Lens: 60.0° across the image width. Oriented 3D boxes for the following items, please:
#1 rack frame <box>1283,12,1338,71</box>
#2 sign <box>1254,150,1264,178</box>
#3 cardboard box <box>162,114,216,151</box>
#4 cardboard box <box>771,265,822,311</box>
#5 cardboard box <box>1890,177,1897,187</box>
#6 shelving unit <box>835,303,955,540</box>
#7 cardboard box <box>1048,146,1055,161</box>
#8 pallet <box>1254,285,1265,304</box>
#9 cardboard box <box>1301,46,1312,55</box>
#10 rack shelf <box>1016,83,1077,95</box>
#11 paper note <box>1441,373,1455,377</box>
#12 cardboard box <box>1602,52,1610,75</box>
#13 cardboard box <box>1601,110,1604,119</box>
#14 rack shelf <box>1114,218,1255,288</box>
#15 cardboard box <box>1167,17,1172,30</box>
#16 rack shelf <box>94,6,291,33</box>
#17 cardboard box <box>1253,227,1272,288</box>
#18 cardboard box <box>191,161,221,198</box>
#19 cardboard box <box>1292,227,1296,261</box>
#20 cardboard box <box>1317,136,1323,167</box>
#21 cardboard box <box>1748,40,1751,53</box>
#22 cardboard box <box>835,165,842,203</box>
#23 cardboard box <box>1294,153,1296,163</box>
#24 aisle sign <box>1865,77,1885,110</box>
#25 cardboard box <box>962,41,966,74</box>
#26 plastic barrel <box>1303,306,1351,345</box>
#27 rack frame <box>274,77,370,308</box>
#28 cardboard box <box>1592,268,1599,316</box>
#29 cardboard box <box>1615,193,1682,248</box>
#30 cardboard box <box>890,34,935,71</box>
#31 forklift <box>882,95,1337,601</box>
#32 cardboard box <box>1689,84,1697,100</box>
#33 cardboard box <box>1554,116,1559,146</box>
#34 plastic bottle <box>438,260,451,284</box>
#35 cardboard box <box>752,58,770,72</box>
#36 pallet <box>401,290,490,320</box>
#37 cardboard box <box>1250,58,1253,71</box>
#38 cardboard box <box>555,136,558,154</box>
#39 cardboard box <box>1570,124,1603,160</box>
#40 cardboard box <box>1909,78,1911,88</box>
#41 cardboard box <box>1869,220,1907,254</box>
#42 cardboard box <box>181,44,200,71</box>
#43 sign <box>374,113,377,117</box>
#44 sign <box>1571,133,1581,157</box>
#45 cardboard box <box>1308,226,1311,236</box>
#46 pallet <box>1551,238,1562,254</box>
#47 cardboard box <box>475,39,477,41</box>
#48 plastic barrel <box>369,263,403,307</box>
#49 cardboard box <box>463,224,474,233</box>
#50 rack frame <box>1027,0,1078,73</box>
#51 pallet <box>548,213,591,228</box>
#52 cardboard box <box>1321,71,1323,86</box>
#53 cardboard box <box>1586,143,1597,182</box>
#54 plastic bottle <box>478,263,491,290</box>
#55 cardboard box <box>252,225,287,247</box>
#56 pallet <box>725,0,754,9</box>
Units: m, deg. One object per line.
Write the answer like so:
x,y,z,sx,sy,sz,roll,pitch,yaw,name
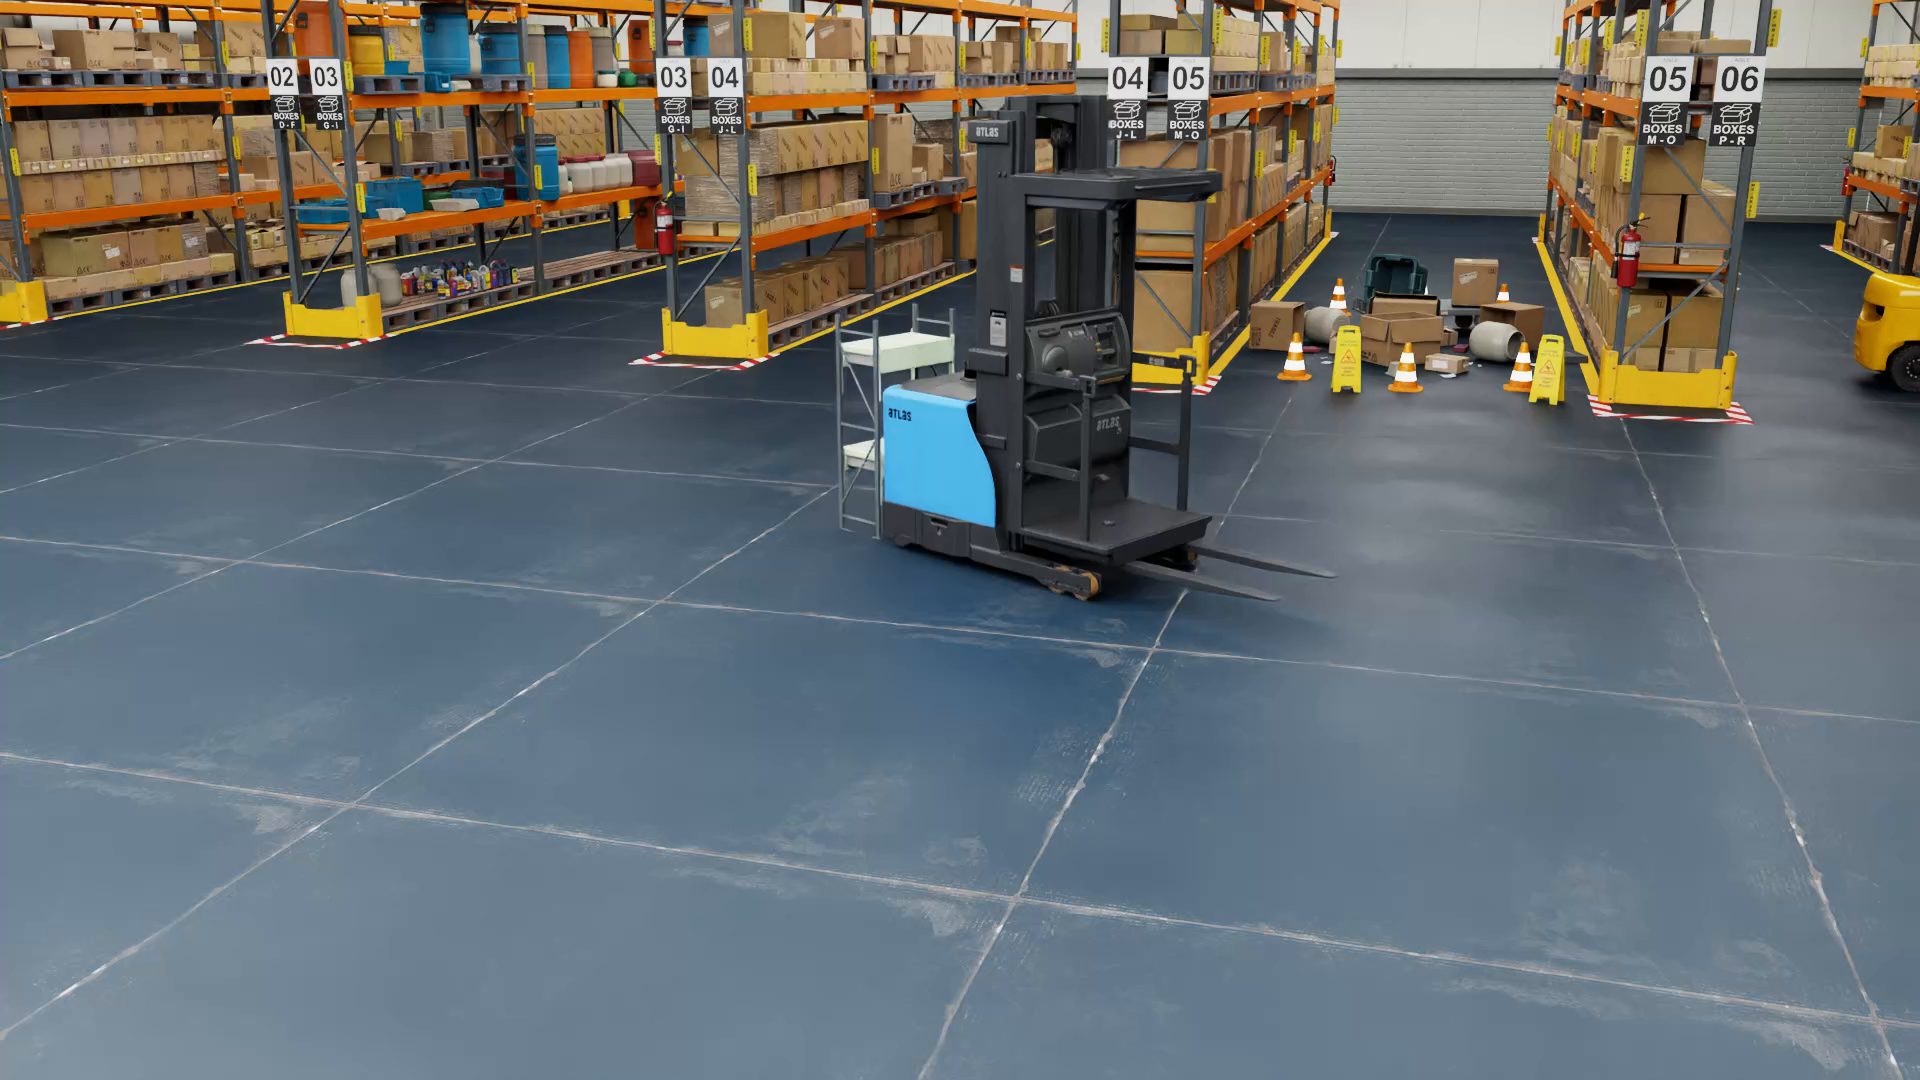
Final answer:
6.509,-10.175,30.711,1.000,3.000,0.127,5,16,16,rack frame
3.632,-4.561,20.182,0.100,0.325,0.005,5,16,16,sign
-11.245,-5.885,24.020,0.700,0.500,0.500,5,17,16,cardboard box
-2.036,-3.139,20.711,0.500,0.500,0.500,3,16,11,cardboard box
14.860,-5.623,26.116,0.380,0.149,0.250,5,17,17,cardboard box
-0.436,-0.833,11.519,0.431,1.500,0.755,14,21,41,shelving unit
1.466,-7.221,31.020,0.500,0.250,0.500,5,16,16,cardboard box
3.591,-3.336,22.703,1.003,0.211,1.213,5,16,16,pallet
5.687,-8.103,27.531,0.380,0.149,0.250,4,16,15,cardboard box
1.214,-8.274,30.823,1.077,0.370,4.000,5,16,16,rack shelf
5.097,-1.719,17.332,0.148,0.019,0.142,-1,16,-3,paper note
8.732,-6.082,21.596,0.700,0.500,0.500,5,16,16,cardboard box
10.543,-6.857,26.802,0.380,0.149,0.250,5,17,17,cardboard box
2.531,-3.280,18.714,1.077,0.370,4.000,5,16,16,rack shelf
2.022,-5.438,17.556,0.380,0.149,0.250,5,17,16,cardboard box
-14.170,-9.630,30.841,1.077,0.370,4.000,5,16,16,rack shelf
3.731,-3.934,23.056,1.050,0.750,0.750,5,17,17,cardboard box
-11.245,-5.261,24.197,0.700,0.500,0.500,4,16,14,cardboard box
4.962,-4.627,25.956,0.500,0.500,0.500,4,16,14,cardboard box
6.066,-6.802,29.087,0.500,0.500,0.500,4,16,15,cardboard box
7.363,-4.716,15.961,0.380,0.149,0.250,5,16,16,cardboard box
-1.991,-4.510,21.006,0.875,0.500,0.500,5,16,16,cardboard box
5.078,-6.002,26.138,0.380,0.149,0.250,5,17,16,cardboard box
15.782,-7.839,28.704,0.394,0.787,0.004,5,16,16,aisle sign
-0.226,-7.698,26.522,0.500,0.500,0.500,6,17,19,cardboard box
4.247,-2.494,19.347,0.421,0.421,0.512,-10,19,-32,plastic barrel
-7.513,-3.898,19.575,1.000,3.000,0.127,5,16,16,rack frame
7.306,-2.757,18.449,0.500,0.500,0.500,5,17,18,cardboard box
6.627,-3.100,16.033,0.500,0.500,0.500,4,16,15,cardboard box
-0.677,-6.931,23.672,0.500,0.500,0.500,5,17,17,cardboard box
0.894,-1.206,10.210,3.031,2.935,1.130,14,21,41,forklift
7.286,-4.338,16.090,0.380,0.149,0.250,5,16,16,cardboard box
10.595,-7.086,28.799,0.500,0.500,0.500,4,16,15,cardboard box
-7.057,-3.653,22.760,0.144,0.351,0.185,4,16,14,plastic bottle
-2.298,-5.191,18.181,0.380,0.149,0.250,5,17,17,cardboard box
-6.952,-3.110,21.908,1.003,0.211,1.213,5,16,16,pallet
3.159,-5.468,19.120,0.380,0.149,0.250,5,17,17,cardboard box
-8.302,-7.717,32.856,0.500,0.500,0.500,5,17,17,cardboard box
9.192,-5.787,24.220,0.500,0.500,0.500,5,16,16,cardboard box
14.799,-7.004,25.489,0.380,0.149,0.250,5,16,16,cardboard box
15.204,-4.902,26.926,0.700,0.500,0.500,4,16,14,cardboard box
-14.386,-8.880,30.652,0.700,0.500,0.500,6,17,19,cardboard box
-12.995,-9.351,37.070,0.100,0.325,0.005,5,16,16,sign
8.477,-5.437,22.881,0.100,0.325,0.005,5,16,16,sign
5.782,-5.286,28.378,0.380,0.149,0.250,5,17,18,cardboard box
10.783,-5.056,28.769,1.003,0.211,1.213,5,16,16,pallet
-9.233,-8.861,30.440,0.600,0.600,0.600,4,16,15,cardboard box
-7.257,-3.212,20.947,0.421,0.512,0.421,0,16,0,plastic barrel
-9.150,-5.887,30.363,0.500,0.500,0.500,4,16,14,cardboard box
1.783,-10.586,32.160,1.000,3.000,0.127,5,16,16,rack frame
-8.310,-6.581,34.144,1.003,0.211,1.213,5,16,16,pallet
5.891,-7.846,28.270,0.500,0.250,0.500,4,16,15,cardboard box
8.375,-4.855,21.453,0.500,0.500,0.500,5,17,17,cardboard box
-6.429,-3.556,22.418,0.144,0.351,0.185,5,16,16,plastic bottle
-10.621,-4.698,25.637,0.500,0.311,0.500,4,16,15,cardboard box
-4.309,-9.421,29.133,1.003,0.211,1.213,5,16,16,pallet
